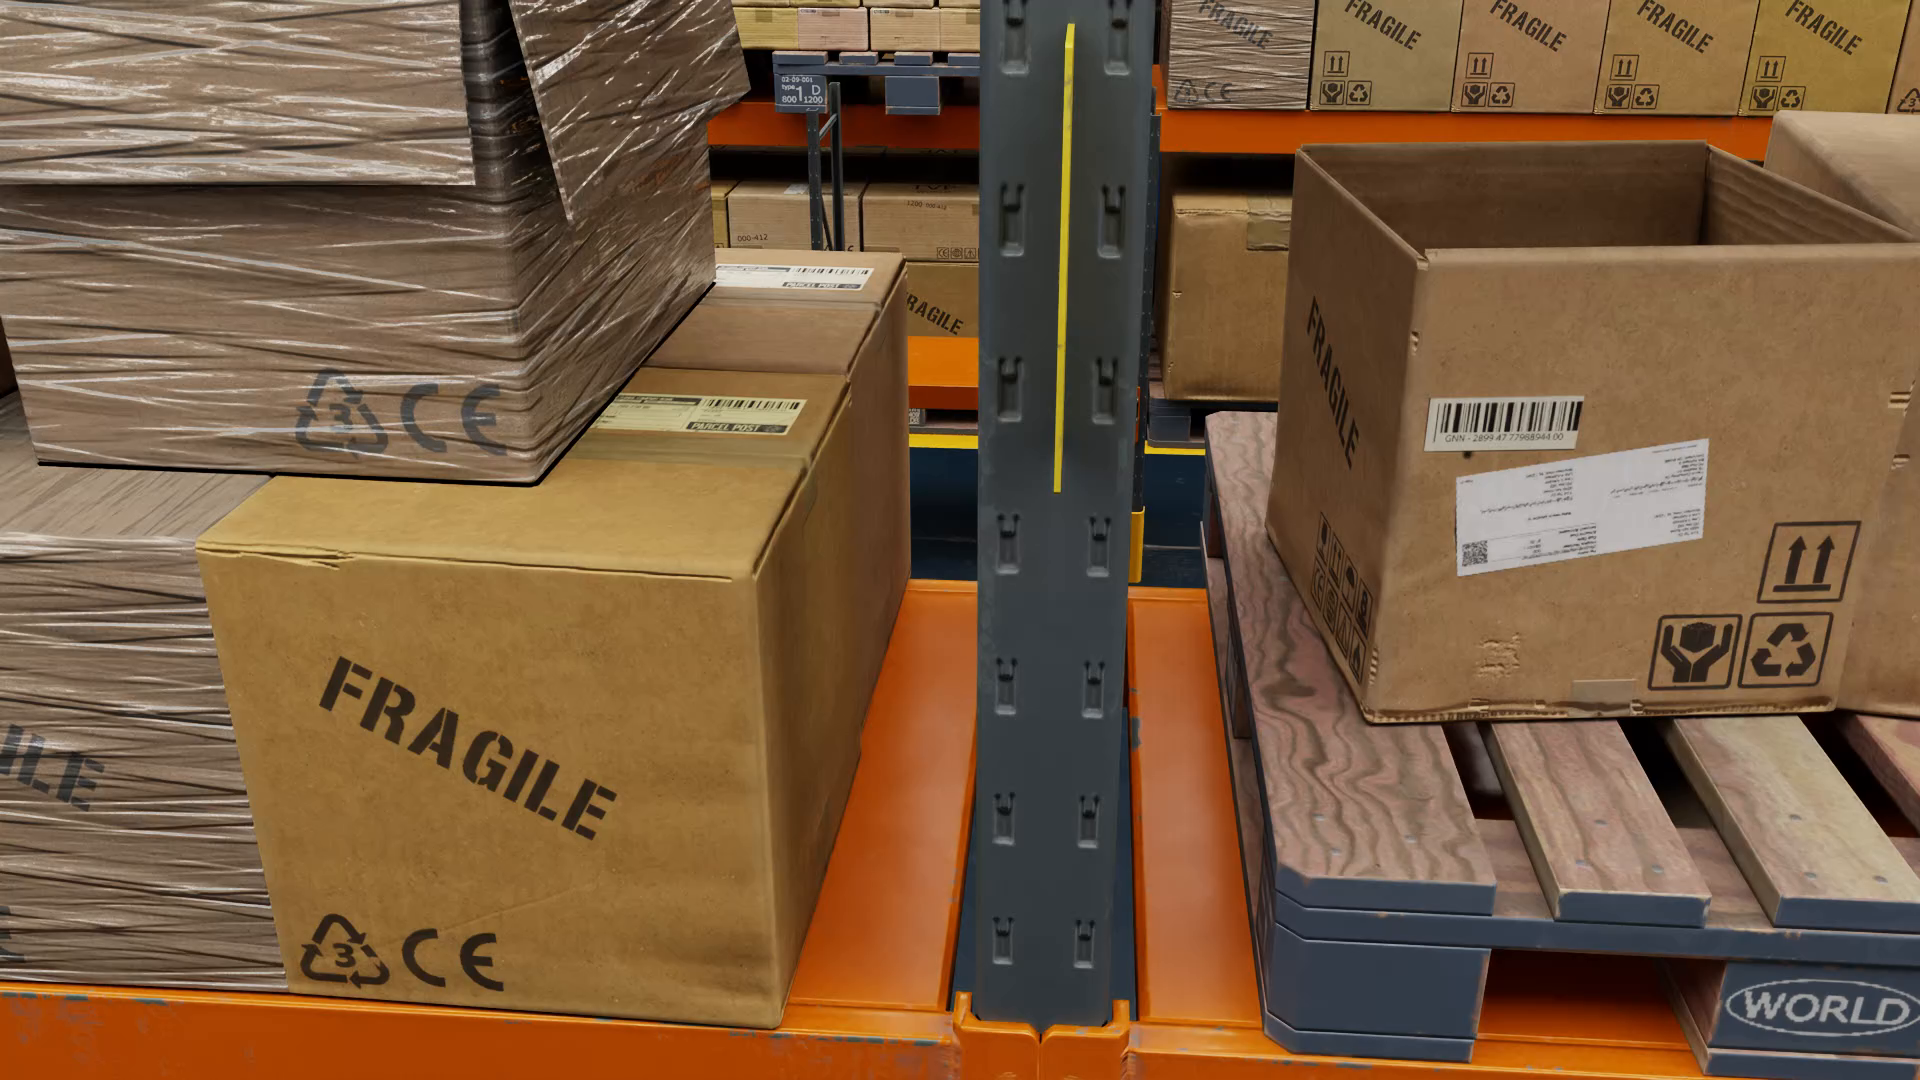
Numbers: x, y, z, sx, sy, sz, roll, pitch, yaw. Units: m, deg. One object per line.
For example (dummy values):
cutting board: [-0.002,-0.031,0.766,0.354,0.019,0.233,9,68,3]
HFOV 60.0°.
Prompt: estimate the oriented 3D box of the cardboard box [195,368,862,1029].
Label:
cardboard box: [-0.396,0.135,1.749,0.500,0.500,0.500,3,25,6]

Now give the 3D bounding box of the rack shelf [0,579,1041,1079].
rack shelf: [-1.879,0.356,2.249,4.000,0.370,1.077,2,25,4]

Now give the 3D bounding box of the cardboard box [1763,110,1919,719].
cardboard box: [1.221,-0.167,1.902,0.500,0.500,0.700,5,25,12]

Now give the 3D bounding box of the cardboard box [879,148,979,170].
cardboard box: [-0.073,-1.490,6.991,0.500,0.250,0.500,1,25,2]

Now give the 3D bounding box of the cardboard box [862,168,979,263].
cardboard box: [-0.106,-1.280,6.534,0.500,0.250,0.500,1,25,3]

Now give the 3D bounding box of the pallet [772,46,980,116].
pallet: [-0.123,-1.862,6.439,1.003,0.211,1.213,2,25,4]

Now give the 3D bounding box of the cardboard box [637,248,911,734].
cardboard box: [-0.349,-0.082,2.219,0.500,0.500,0.500,3,25,6]

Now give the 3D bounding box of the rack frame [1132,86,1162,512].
rack frame: [0.592,-0.662,5.395,0.032,1.500,0.500,2,25,4]

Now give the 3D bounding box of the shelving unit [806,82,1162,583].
shelving unit: [0.076,-0.679,5.431,1.083,1.500,0.587,2,25,4]

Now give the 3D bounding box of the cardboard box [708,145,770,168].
cardboard box: [-1.071,-1.527,7.072,0.500,0.250,0.500,2,25,4]

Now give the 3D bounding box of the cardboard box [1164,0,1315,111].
cardboard box: [1.023,-1.890,6.149,0.500,0.500,0.500,2,25,5]

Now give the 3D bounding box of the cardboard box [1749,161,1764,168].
cardboard box: [2.997,-1.027,6.582,0.750,0.750,1.050,2,25,4]

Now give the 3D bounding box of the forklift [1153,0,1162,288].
forklift: [1.569,-2.748,8.216,3.031,2.935,1.130,1,25,2]

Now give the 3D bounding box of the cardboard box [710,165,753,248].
cardboard box: [-1.116,-1.314,6.608,0.500,0.250,0.500,2,25,5]

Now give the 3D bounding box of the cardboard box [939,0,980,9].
cardboard box: [0.068,-2.009,5.970,0.250,0.149,0.380,2,25,5]

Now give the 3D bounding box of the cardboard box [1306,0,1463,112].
cardboard box: [1.530,-1.875,6.116,0.500,0.500,0.500,2,25,3]

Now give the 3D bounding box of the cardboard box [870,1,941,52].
cardboard box: [-0.179,-1.881,6.047,0.250,0.149,0.380,2,25,4]

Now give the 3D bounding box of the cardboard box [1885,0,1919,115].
cardboard box: [3.539,-1.810,5.976,0.500,0.500,0.500,2,25,3]

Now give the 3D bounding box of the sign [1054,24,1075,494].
sign: [0.076,-0.202,1.215,0.005,0.325,0.100,2,25,4]

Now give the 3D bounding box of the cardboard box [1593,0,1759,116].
cardboard box: [2.529,-1.841,6.044,0.500,0.500,0.500,2,25,3]

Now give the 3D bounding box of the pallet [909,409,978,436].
pallet: [-0.183,-0.730,7.084,1.213,0.211,1.003,2,25,4]

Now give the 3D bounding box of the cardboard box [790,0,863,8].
cardboard box: [-0.461,-2.024,6.003,0.250,0.149,0.380,2,25,5]

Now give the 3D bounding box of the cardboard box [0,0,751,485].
cardboard box: [-0.613,-0.438,1.795,0.637,0.503,0.797,3,25,6]

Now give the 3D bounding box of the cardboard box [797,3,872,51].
cardboard box: [-0.435,-1.889,6.065,0.250,0.149,0.380,2,25,5]

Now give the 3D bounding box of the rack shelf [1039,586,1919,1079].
rack shelf: [2.109,0.484,1.971,4.000,0.370,1.077,2,25,4]

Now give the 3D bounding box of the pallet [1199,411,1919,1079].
pallet: [0.834,0.158,2.047,1.003,0.211,1.213,2,25,4]

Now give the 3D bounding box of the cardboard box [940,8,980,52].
cardboard box: [0.069,-1.872,6.028,0.250,0.149,0.380,2,25,5]

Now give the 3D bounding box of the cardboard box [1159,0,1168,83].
cardboard box: [1.065,-2.114,6.636,0.500,0.500,0.500,2,25,4]

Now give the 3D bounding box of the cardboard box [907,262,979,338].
cardboard box: [-0.081,-0.939,6.689,0.500,0.500,0.500,2,25,4]

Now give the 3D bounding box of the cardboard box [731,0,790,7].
cardboard box: [-0.710,-2.032,6.021,0.250,0.149,0.380,2,25,4]

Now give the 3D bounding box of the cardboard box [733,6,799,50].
cardboard box: [-0.684,-1.898,6.085,0.250,0.149,0.380,2,25,3]

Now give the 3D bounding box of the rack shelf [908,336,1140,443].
rack shelf: [0.085,-0.515,5.506,1.000,0.185,0.538,2,25,4]

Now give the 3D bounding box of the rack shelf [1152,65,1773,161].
rack shelf: [2.590,-1.580,6.457,4.000,0.370,1.077,2,25,4]

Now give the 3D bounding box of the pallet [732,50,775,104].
pallet: [-1.381,-1.930,6.586,1.213,0.211,1.003,2,25,4]

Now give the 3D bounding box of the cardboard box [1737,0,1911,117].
cardboard box: [3.035,-1.826,6.011,0.500,0.500,0.500,2,25,5]

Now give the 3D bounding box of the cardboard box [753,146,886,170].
cardboard box: [-0.579,-1.506,7.026,0.500,0.250,0.500,2,25,3]

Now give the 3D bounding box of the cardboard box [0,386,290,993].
cardboard box: [-0.892,0.116,1.789,0.500,0.500,0.500,2,25,4]

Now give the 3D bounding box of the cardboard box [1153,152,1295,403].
cardboard box: [1.196,-1.083,6.704,0.750,0.750,1.050,2,25,3]

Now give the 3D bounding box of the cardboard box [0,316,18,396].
cardboard box: [-1.262,-0.460,1.843,0.637,0.503,0.797,2,25,5]

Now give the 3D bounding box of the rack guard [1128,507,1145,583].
rack guard: [0.573,-0.095,5.658,0.087,0.250,0.587,2,25,4]

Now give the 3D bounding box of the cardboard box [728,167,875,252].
cardboard box: [-0.611,-1.291,6.559,0.500,0.250,0.500,2,25,5]

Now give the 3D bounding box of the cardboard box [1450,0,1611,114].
cardboard box: [2.033,-1.858,6.081,0.500,0.500,0.500,2,25,4]

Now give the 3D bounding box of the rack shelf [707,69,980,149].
rack shelf: [-1.398,-1.708,6.735,4.000,0.370,1.077,2,25,4]

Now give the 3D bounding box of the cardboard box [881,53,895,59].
cardboard box: [-0.697,-3.350,11.482,0.875,0.875,0.875,2,25,5]

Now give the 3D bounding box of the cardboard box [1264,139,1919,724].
cardboard box: [0.657,-0.143,1.850,0.500,0.500,0.500,-1,25,-2]

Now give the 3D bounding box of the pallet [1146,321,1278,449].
pallet: [1.376,-0.648,6.905,1.213,0.211,1.003,2,25,4]

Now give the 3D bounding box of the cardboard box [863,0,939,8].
cardboard box: [-0.198,-2.017,5.987,0.250,0.149,0.380,3,25,6]

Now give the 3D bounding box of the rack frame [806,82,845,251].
rack frame: [-0.422,-0.695,5.466,0.032,1.500,0.500,2,25,4]
